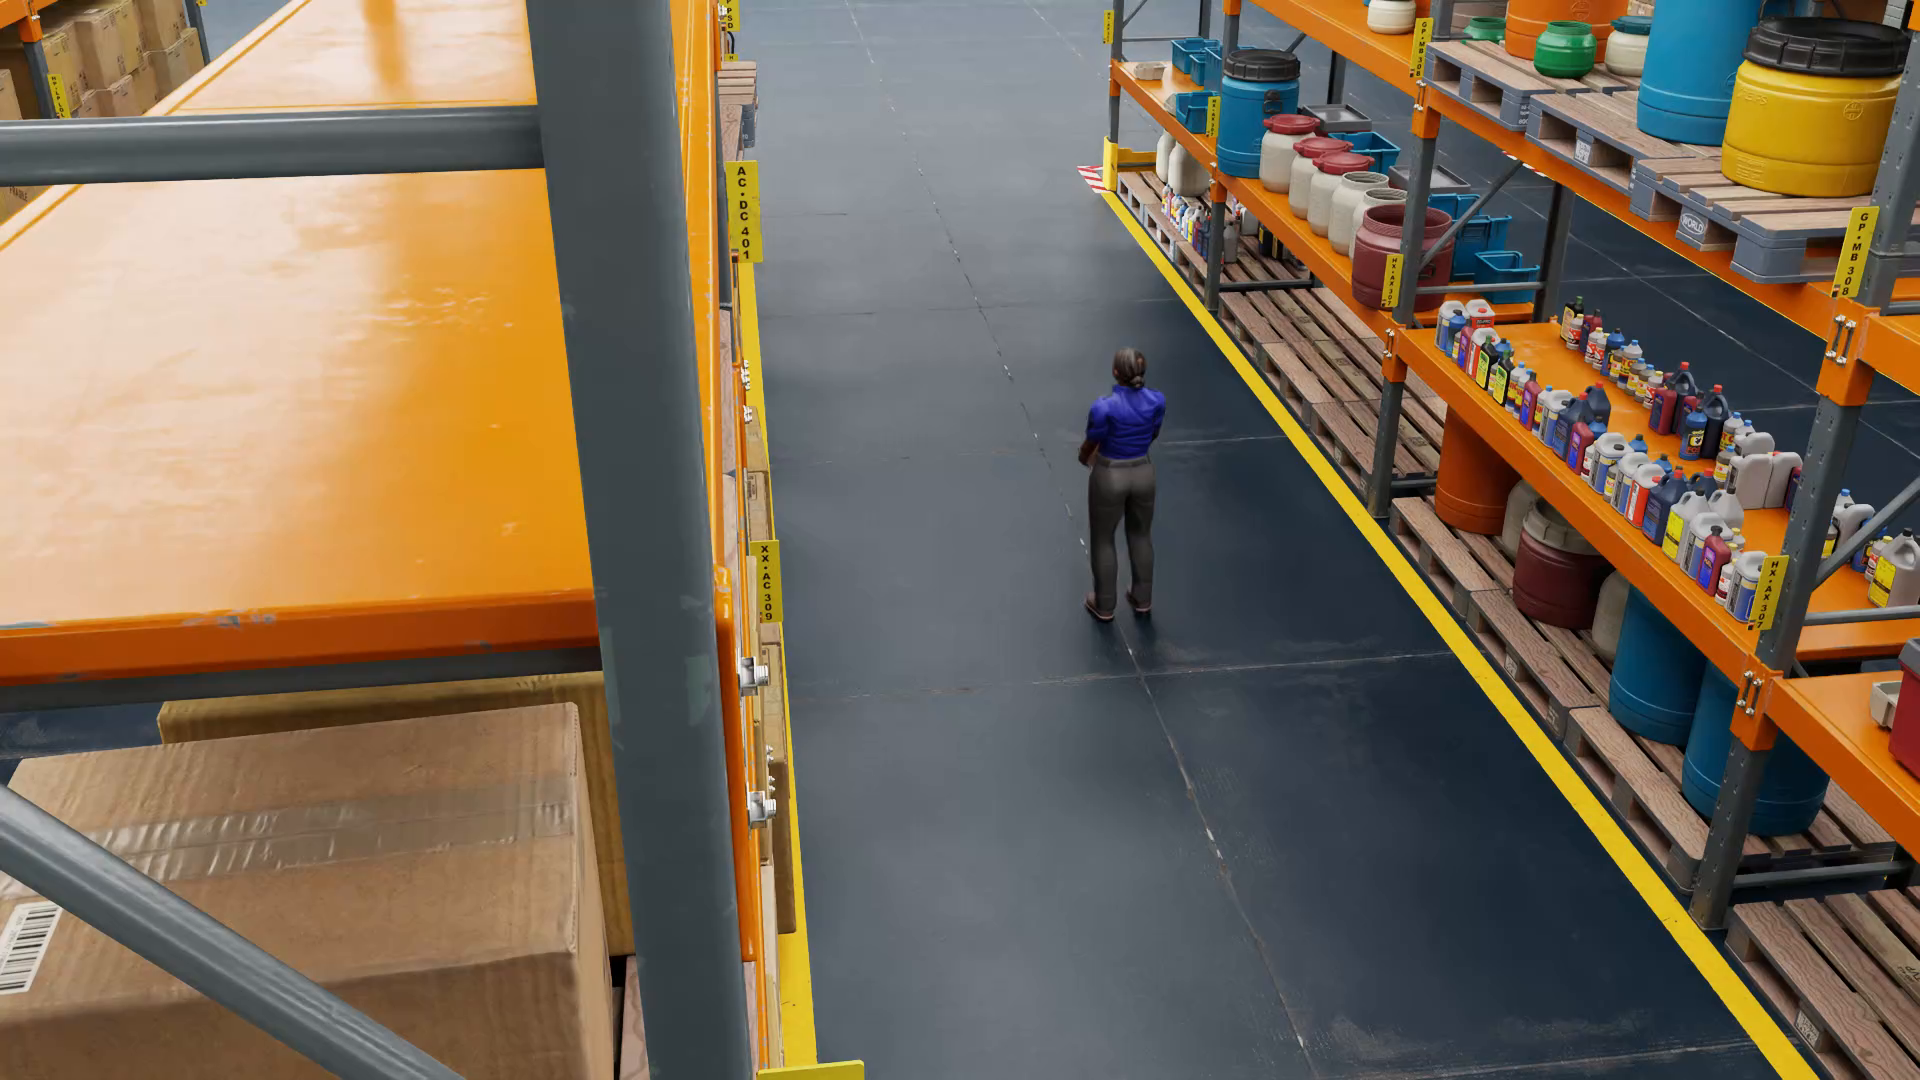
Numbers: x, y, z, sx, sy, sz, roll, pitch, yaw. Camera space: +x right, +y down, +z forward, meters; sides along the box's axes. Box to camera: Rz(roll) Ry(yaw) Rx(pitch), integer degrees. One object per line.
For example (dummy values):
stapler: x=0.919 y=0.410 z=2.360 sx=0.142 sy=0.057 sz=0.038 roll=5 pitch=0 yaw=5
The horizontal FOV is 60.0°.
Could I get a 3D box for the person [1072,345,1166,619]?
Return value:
person: x=0.882 y=-0.343 z=9.283 sx=0.519 sy=1.660 sz=0.468 roll=-20 pitch=33 yaw=-34
